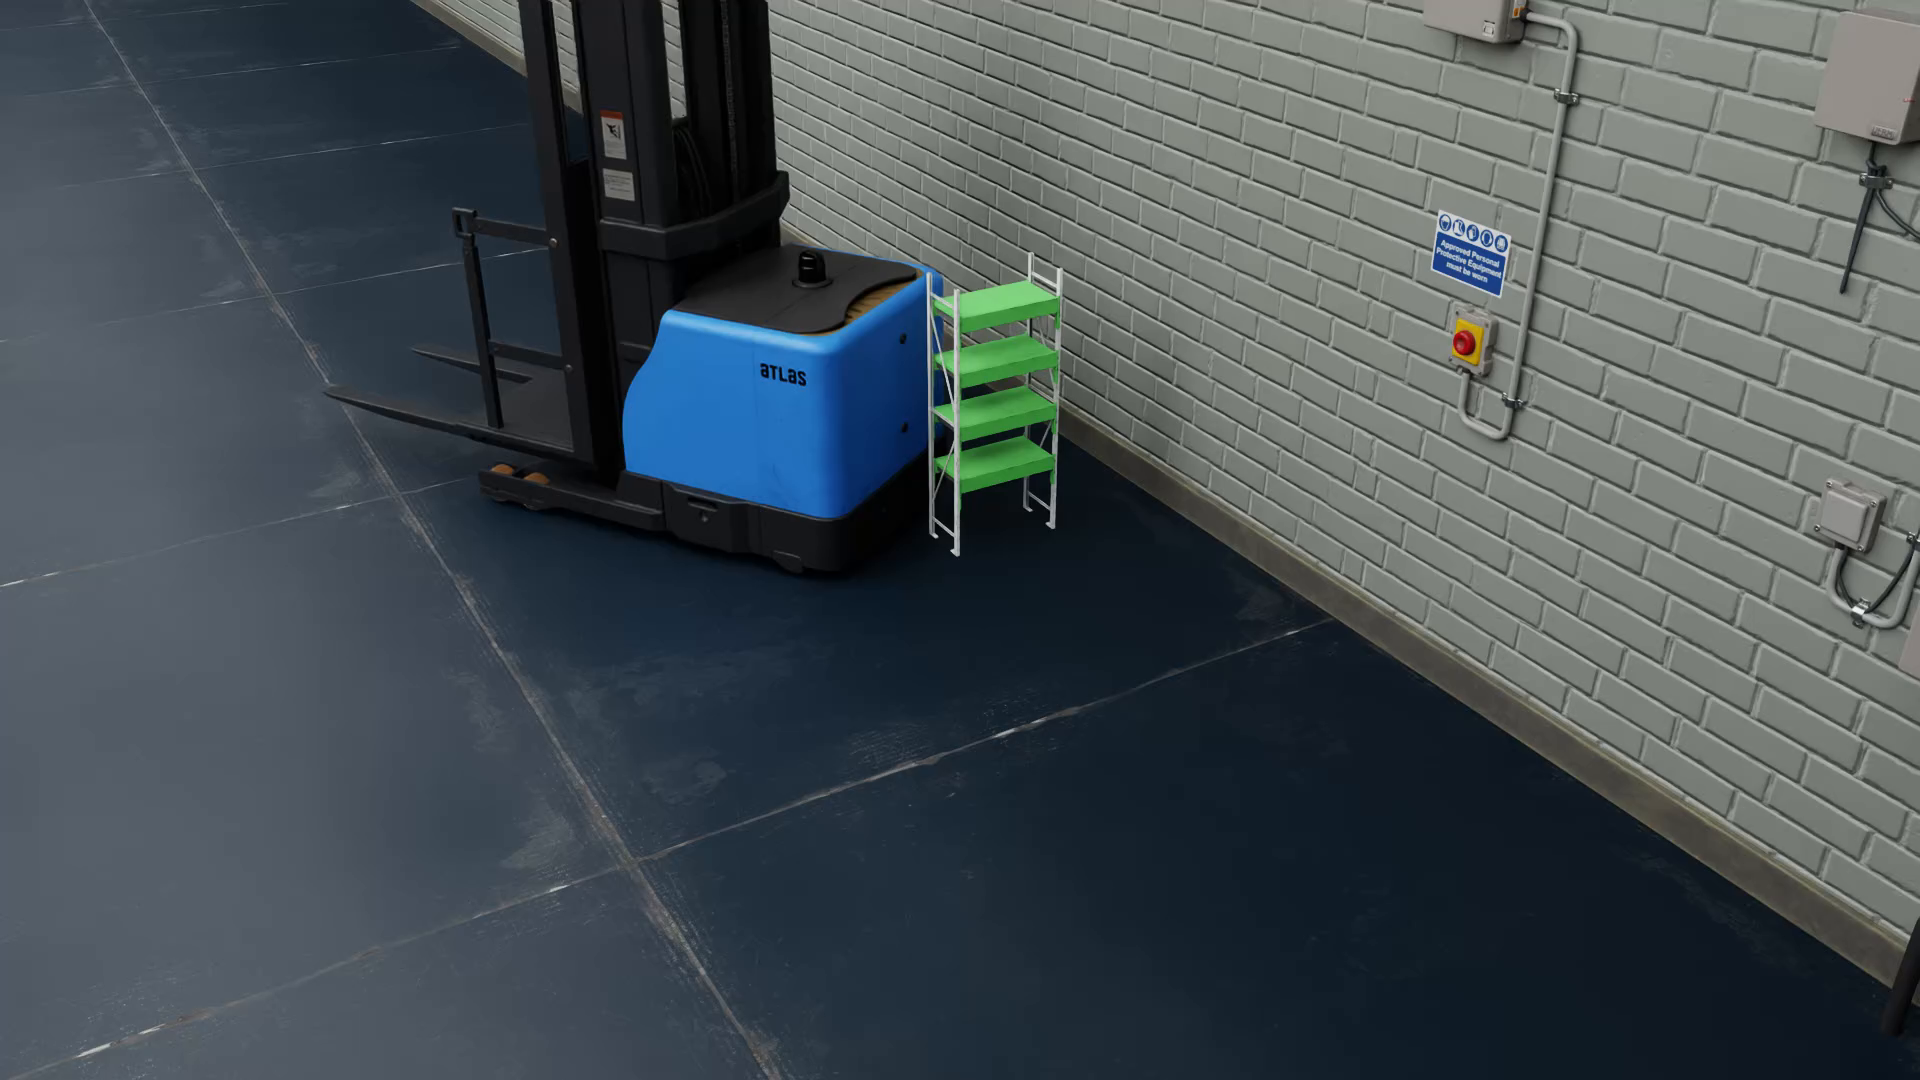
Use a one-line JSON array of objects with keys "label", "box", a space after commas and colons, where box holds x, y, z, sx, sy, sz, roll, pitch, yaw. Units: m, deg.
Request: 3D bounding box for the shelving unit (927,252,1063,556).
[{"label": "shelving unit", "box": [0.143, -0.566, 7.034, 0.503, 1.200, 0.258, -16, 33, -26]}]

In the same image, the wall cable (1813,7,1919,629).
[{"label": "wall cable", "box": [2.423, -0.672, 4.312, 0.122, 1.984, 0.588, -16, 33, -26]}]

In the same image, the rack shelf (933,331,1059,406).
[{"label": "rack shelf", "box": [0.143, -0.720, 6.948, 0.480, 0.148, 0.258, -16, 33, -26]}]

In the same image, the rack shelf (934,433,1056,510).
[{"label": "rack shelf", "box": [0.143, -0.300, 7.180, 0.480, 0.148, 0.258, -16, 33, -26]}]

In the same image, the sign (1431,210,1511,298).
[{"label": "sign", "box": [1.723, -0.969, 5.621, 0.001, 0.218, 0.327, -16, 33, -26]}]

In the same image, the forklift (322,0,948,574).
[{"label": "forklift", "box": [-1.609, -1.628, 7.166, 3.031, 2.935, 1.130, 14, 32, 23]}]

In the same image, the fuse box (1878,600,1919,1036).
[{"label": "fuse box", "box": [2.633, 0.660, 4.284, 0.414, 1.711, 0.539, -16, 33, -26]}]

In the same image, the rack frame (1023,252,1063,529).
[{"label": "rack frame", "box": [0.353, -0.626, 7.142, 0.015, 1.200, 0.240, -16, 33, -26]}]

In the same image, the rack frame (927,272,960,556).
[{"label": "rack frame", "box": [-0.068, -0.506, 6.925, 0.015, 1.200, 0.240, -16, 33, -26]}]

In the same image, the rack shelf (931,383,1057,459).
[{"label": "rack shelf", "box": [0.143, -0.510, 7.064, 0.480, 0.148, 0.258, -16, 33, -26]}]

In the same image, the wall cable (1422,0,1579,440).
[{"label": "wall cable", "box": [1.694, -1.274, 5.370, 0.123, 1.953, 0.585, -16, 33, -26]}]

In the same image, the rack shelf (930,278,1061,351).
[{"label": "rack shelf", "box": [0.143, -0.930, 6.832, 0.480, 0.148, 0.258, -16, 33, -26]}]
